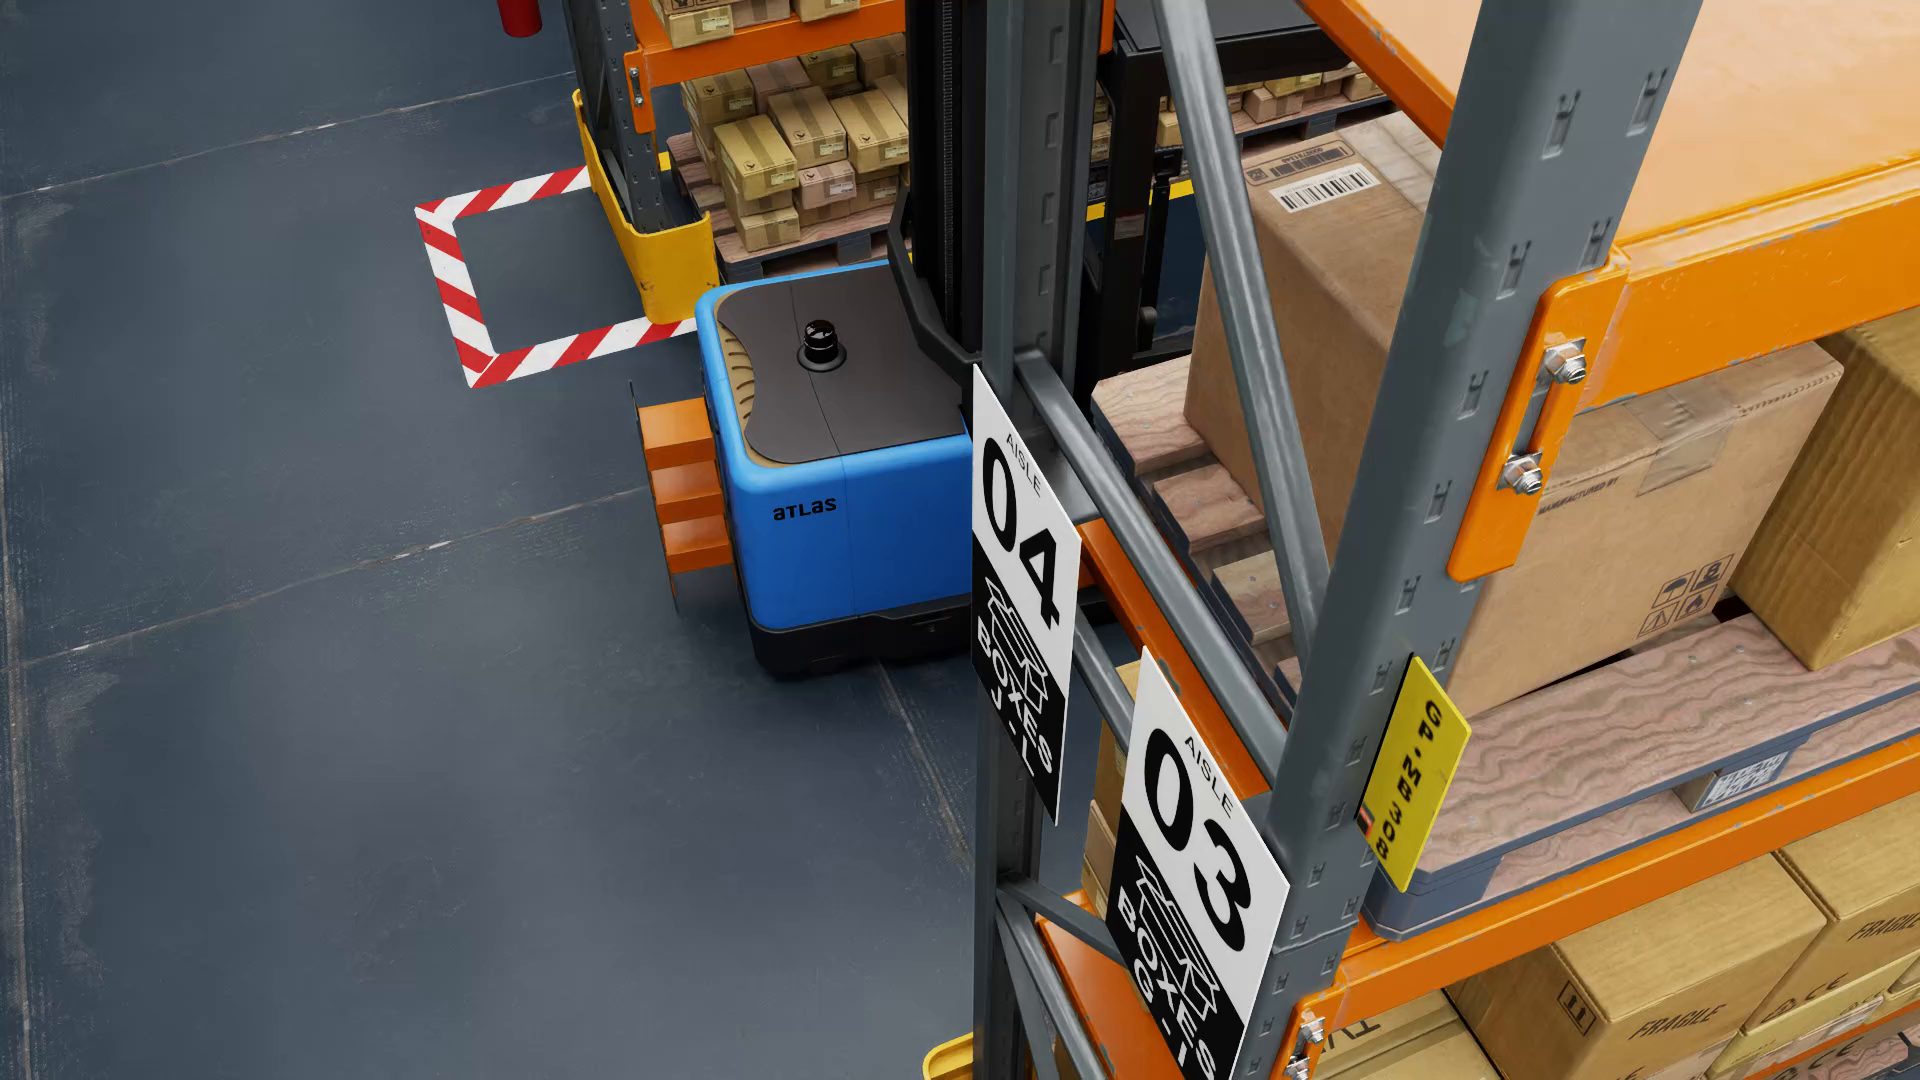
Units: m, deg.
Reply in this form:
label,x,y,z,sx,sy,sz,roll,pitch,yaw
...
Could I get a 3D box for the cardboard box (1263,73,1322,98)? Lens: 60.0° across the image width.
label,x,y,z,sx,sy,sz,roll,pitch,yaw
cardboard box,1.540,-2.321,8.013,0.250,0.149,0.380,-19,52,-16

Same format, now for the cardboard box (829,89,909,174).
label,x,y,z,sx,sy,sz,roll,pitch,yaw
cardboard box,-0.399,-1.817,7.384,0.250,0.149,0.380,-17,52,-14

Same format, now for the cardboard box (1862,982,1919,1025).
label,x,y,z,sx,sy,sz,roll,pitch,yaw
cardboard box,2.155,0.924,3.985,0.250,0.149,0.380,-18,52,-15

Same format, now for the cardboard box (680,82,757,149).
label,x,y,z,sx,sy,sz,roll,pitch,yaw
cardboard box,-1.123,-2.015,7.750,0.250,0.149,0.380,-18,52,-15

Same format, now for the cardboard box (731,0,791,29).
label,x,y,z,sx,sy,sz,roll,pitch,yaw
cardboard box,-0.860,-2.241,6.703,0.250,0.149,0.380,-16,51,-13

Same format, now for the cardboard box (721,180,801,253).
label,x,y,z,sx,sy,sz,roll,pitch,yaw
cardboard box,-0.898,-1.491,7.497,0.250,0.149,0.380,-16,51,-14

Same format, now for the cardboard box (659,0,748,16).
label,x,y,z,sx,sy,sz,roll,pitch,yaw
cardboard box,-0.984,-2.422,6.432,0.500,0.500,0.500,-15,51,-13

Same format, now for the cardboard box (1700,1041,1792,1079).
label,x,y,z,sx,sy,sz,roll,pitch,yaw
cardboard box,1.682,1.070,3.860,0.250,0.149,0.380,-18,52,-15

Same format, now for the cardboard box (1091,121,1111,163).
label,x,y,z,sx,sy,sz,roll,pitch,yaw
cardboard box,0.529,-1.944,7.886,0.250,0.149,0.380,-17,52,-14

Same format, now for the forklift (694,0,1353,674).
label,x,y,z,sx,sy,sz,roll,pitch,yaw
forklift,0.611,-1.072,5.579,3.031,2.935,1.130,-11,50,-9

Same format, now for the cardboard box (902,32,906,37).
label,x,y,z,sx,sy,sz,roll,pitch,yaw
cardboard box,-0.172,-2.431,7.911,0.250,0.149,0.380,-15,51,-13

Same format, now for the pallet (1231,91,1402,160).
label,x,y,z,sx,sy,sz,roll,pitch,yaw
pallet,1.591,-2.379,8.495,1.213,0.211,1.003,-17,52,-14

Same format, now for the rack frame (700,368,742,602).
label,x,y,z,sx,sy,sz,roll,pitch,yaw
rack frame,-0.866,-0.177,6.051,0.008,1.050,0.200,-11,50,-9

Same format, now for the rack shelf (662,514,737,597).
label,x,y,z,sx,sy,sz,roll,pitch,yaw
rack shelf,-0.984,0.034,6.250,0.240,0.259,0.215,-11,50,-9

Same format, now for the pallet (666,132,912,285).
label,x,y,z,sx,sy,sz,roll,pitch,yaw
pallet,-0.668,-1.679,7.894,1.213,0.211,1.003,-17,52,-14

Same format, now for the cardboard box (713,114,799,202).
label,x,y,z,sx,sy,sz,roll,pitch,yaw
cardboard box,-0.890,-1.671,7.259,0.250,0.149,0.380,-19,52,-16

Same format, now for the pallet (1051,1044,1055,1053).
label,x,y,z,sx,sy,sz,roll,pitch,yaw
pallet,0.989,1.779,4.924,1.213,0.211,1.003,-17,52,-14

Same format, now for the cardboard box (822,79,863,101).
label,x,y,z,sx,sy,sz,roll,pitch,yaw
cardboard box,-0.643,-2.165,7.879,0.250,0.149,0.380,-19,52,-16

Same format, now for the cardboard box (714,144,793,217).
label,x,y,z,sx,sy,sz,roll,pitch,yaw
cardboard box,-0.922,-1.633,7.422,0.250,0.149,0.380,-15,51,-13

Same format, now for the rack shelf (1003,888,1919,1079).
label,x,y,z,sx,sy,sz,roll,pitch,yaw
rack shelf,2.129,0.815,4.388,4.000,0.370,1.077,-17,52,-14

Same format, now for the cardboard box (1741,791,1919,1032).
label,x,y,z,sx,sy,sz,roll,pitch,yaw
cardboard box,1.765,0.618,3.491,0.500,0.500,0.500,-18,52,-15

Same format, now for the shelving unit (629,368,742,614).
label,x,y,z,sx,sy,sz,roll,pitch,yaw
shelving unit,-0.984,-0.154,6.031,0.252,1.050,0.215,-11,50,-9

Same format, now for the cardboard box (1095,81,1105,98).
label,x,y,z,sx,sy,sz,roll,pitch,yaw
cardboard box,0.517,-2.202,7.715,0.250,0.149,0.380,-17,51,-14

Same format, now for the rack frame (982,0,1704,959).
label,x,y,z,sx,sy,sz,roll,pitch,yaw
rack frame,0.278,-0.800,1.346,0.127,3.000,1.000,-17,52,-14

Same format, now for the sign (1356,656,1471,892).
label,x,y,z,sx,sy,sz,roll,pitch,yaw
sign,0.482,0.258,1.786,0.005,0.325,0.100,-17,52,-14

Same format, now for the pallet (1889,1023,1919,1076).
label,x,y,z,sx,sy,sz,roll,pitch,yaw
pallet,3.247,1.079,5.525,1.213,0.211,1.003,-17,52,-14

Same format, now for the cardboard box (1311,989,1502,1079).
label,x,y,z,sx,sy,sz,roll,pitch,yaw
cardboard box,0.824,1.159,3.521,0.500,0.250,0.500,-18,52,-15

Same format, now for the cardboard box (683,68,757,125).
label,x,y,z,sx,sy,sz,roll,pitch,yaw
cardboard box,-1.110,-2.090,7.618,0.250,0.149,0.380,-17,51,-14

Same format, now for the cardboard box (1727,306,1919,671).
label,x,y,z,sx,sy,sz,roll,pitch,yaw
cardboard box,1.306,-0.288,2.475,0.500,0.500,0.700,-19,52,-16

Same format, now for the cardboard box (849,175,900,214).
label,x,y,z,sx,sy,sz,roll,pitch,yaw
cardboard box,-0.459,-1.700,7.676,0.250,0.149,0.380,-17,51,-14

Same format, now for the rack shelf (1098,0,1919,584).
label,x,y,z,sx,sy,sz,roll,pitch,yaw
rack shelf,2.129,-1.009,2.263,4.000,0.370,1.077,-17,52,-14

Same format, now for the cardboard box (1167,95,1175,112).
label,x,y,z,sx,sy,sz,roll,pitch,yaw
cardboard box,1.043,-2.231,7.936,0.250,0.149,0.380,-16,51,-13

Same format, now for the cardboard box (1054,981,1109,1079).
label,x,y,z,sx,sy,sz,roll,pitch,yaw
cardboard box,0.840,1.470,4.475,0.875,0.875,0.875,-17,52,-14

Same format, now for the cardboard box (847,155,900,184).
label,x,y,z,sx,sy,sz,roll,pitch,yaw
cardboard box,-0.454,-1.804,7.569,0.250,0.149,0.380,-17,51,-14

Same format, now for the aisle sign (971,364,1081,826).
label,x,y,z,sx,sy,sz,roll,pitch,yaw
aisle sign,0.098,0.118,2.799,0.004,0.787,0.394,-17,52,-14

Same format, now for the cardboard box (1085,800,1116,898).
label,x,y,z,sx,sy,sz,roll,pitch,yaw
cardboard box,0.626,0.781,3.845,0.500,0.250,0.500,-18,52,-15

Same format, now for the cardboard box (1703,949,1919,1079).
label,x,y,z,sx,sy,sz,roll,pitch,yaw
cardboard box,1.770,0.863,3.775,0.500,0.250,0.500,-19,52,-15

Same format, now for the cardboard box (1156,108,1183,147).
label,x,y,z,sx,sy,sz,roll,pitch,yaw
cardboard box,1.007,-2.065,7.989,0.250,0.149,0.380,-17,52,-14

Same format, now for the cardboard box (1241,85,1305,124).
label,x,y,z,sx,sy,sz,roll,pitch,yaw
cardboard box,1.472,-2.225,8.126,0.250,0.149,0.380,-19,52,-15

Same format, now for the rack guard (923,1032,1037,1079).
label,x,y,z,sx,sy,sz,roll,pitch,yaw
rack guard,0.256,1.976,4.564,0.348,0.500,1.175,-17,52,-14

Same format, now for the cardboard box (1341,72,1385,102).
label,x,y,z,sx,sy,sz,roll,pitch,yaw
cardboard box,1.965,-2.361,8.244,0.250,0.149,0.380,-17,51,-14

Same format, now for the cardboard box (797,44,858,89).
label,x,y,z,sx,sy,sz,roll,pitch,yaw
cardboard box,-0.664,-2.285,7.786,0.250,0.149,0.380,-18,52,-15

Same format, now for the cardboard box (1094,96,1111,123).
label,x,y,z,sx,sy,sz,roll,pitch,yaw
cardboard box,0.524,-2.122,7.842,0.250,0.149,0.380,-15,51,-13
